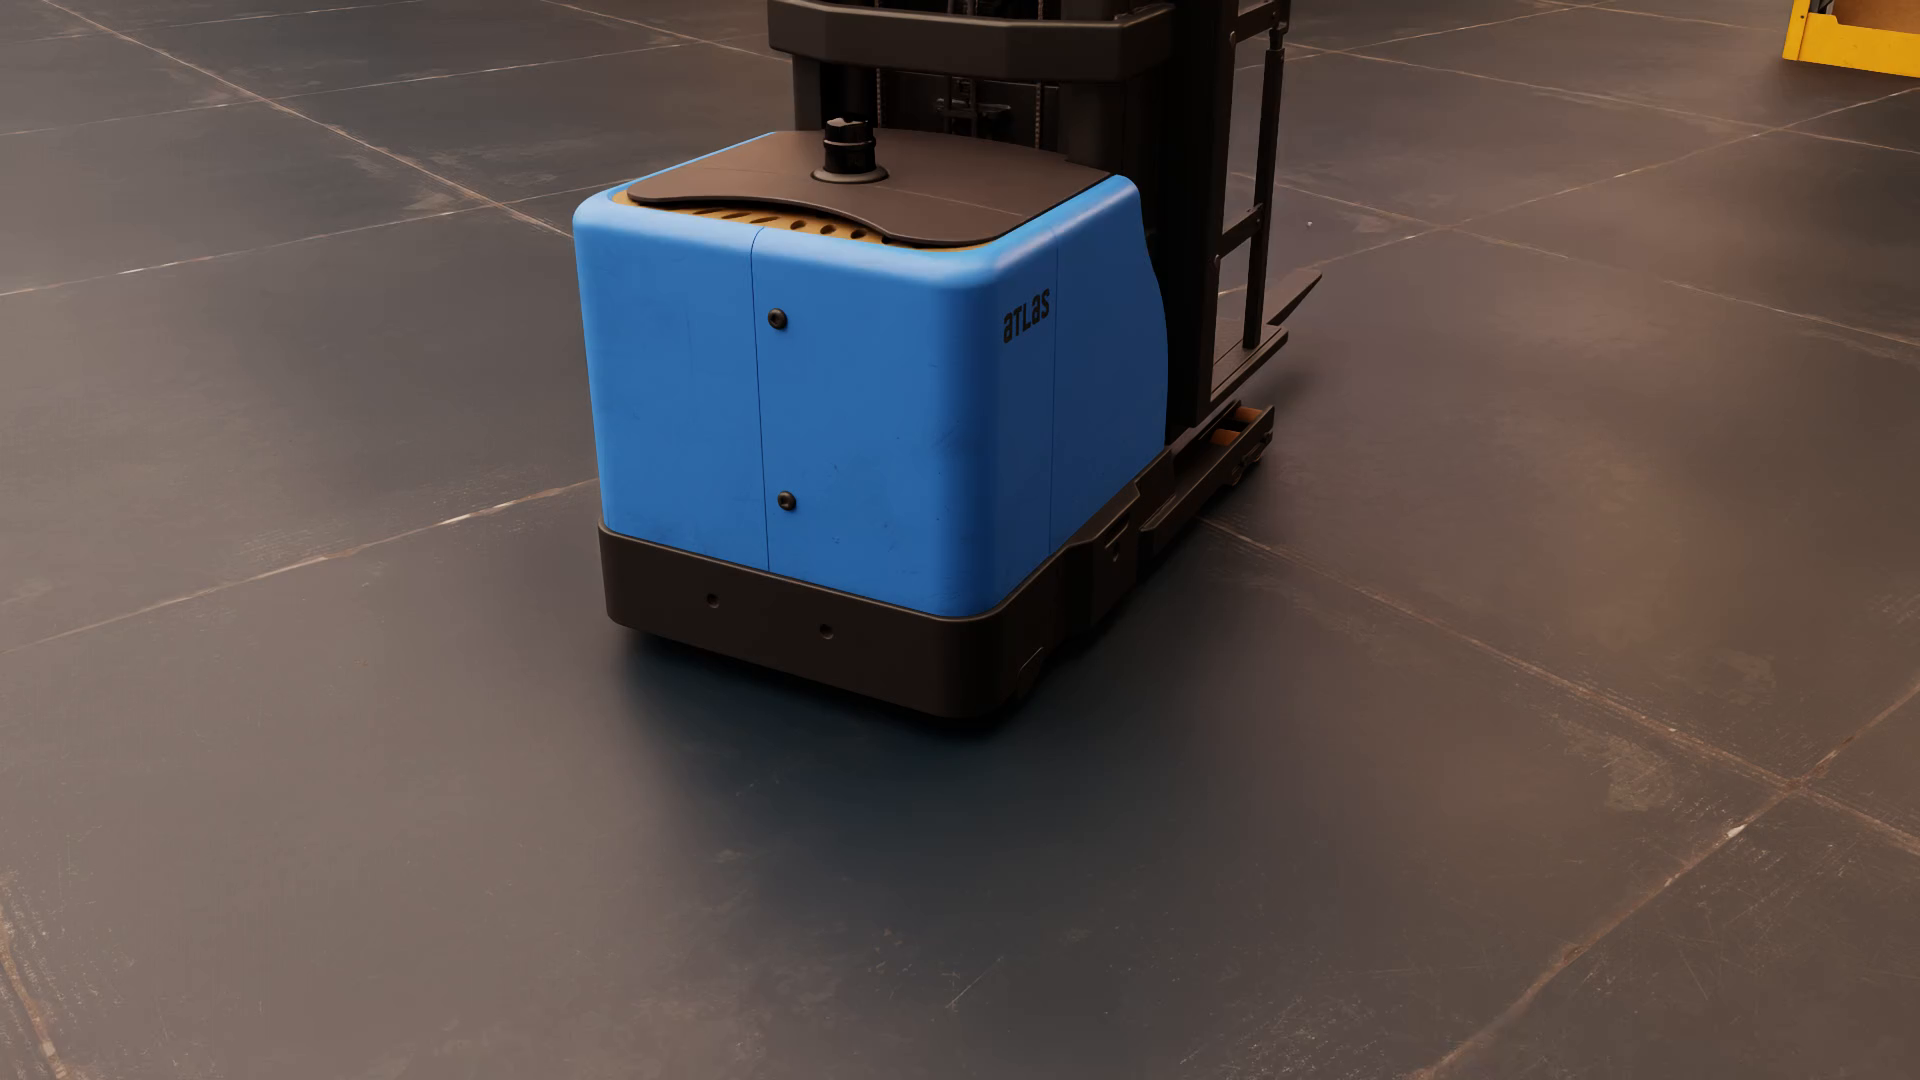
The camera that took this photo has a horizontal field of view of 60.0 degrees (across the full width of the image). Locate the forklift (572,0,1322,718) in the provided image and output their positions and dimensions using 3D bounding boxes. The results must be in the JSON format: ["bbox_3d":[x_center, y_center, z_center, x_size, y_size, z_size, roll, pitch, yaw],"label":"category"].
[{"bbox_3d":[0.285,-1.552,4.331,1.130,2.935,3.031,13,29,25],"label":"forklift"}]
